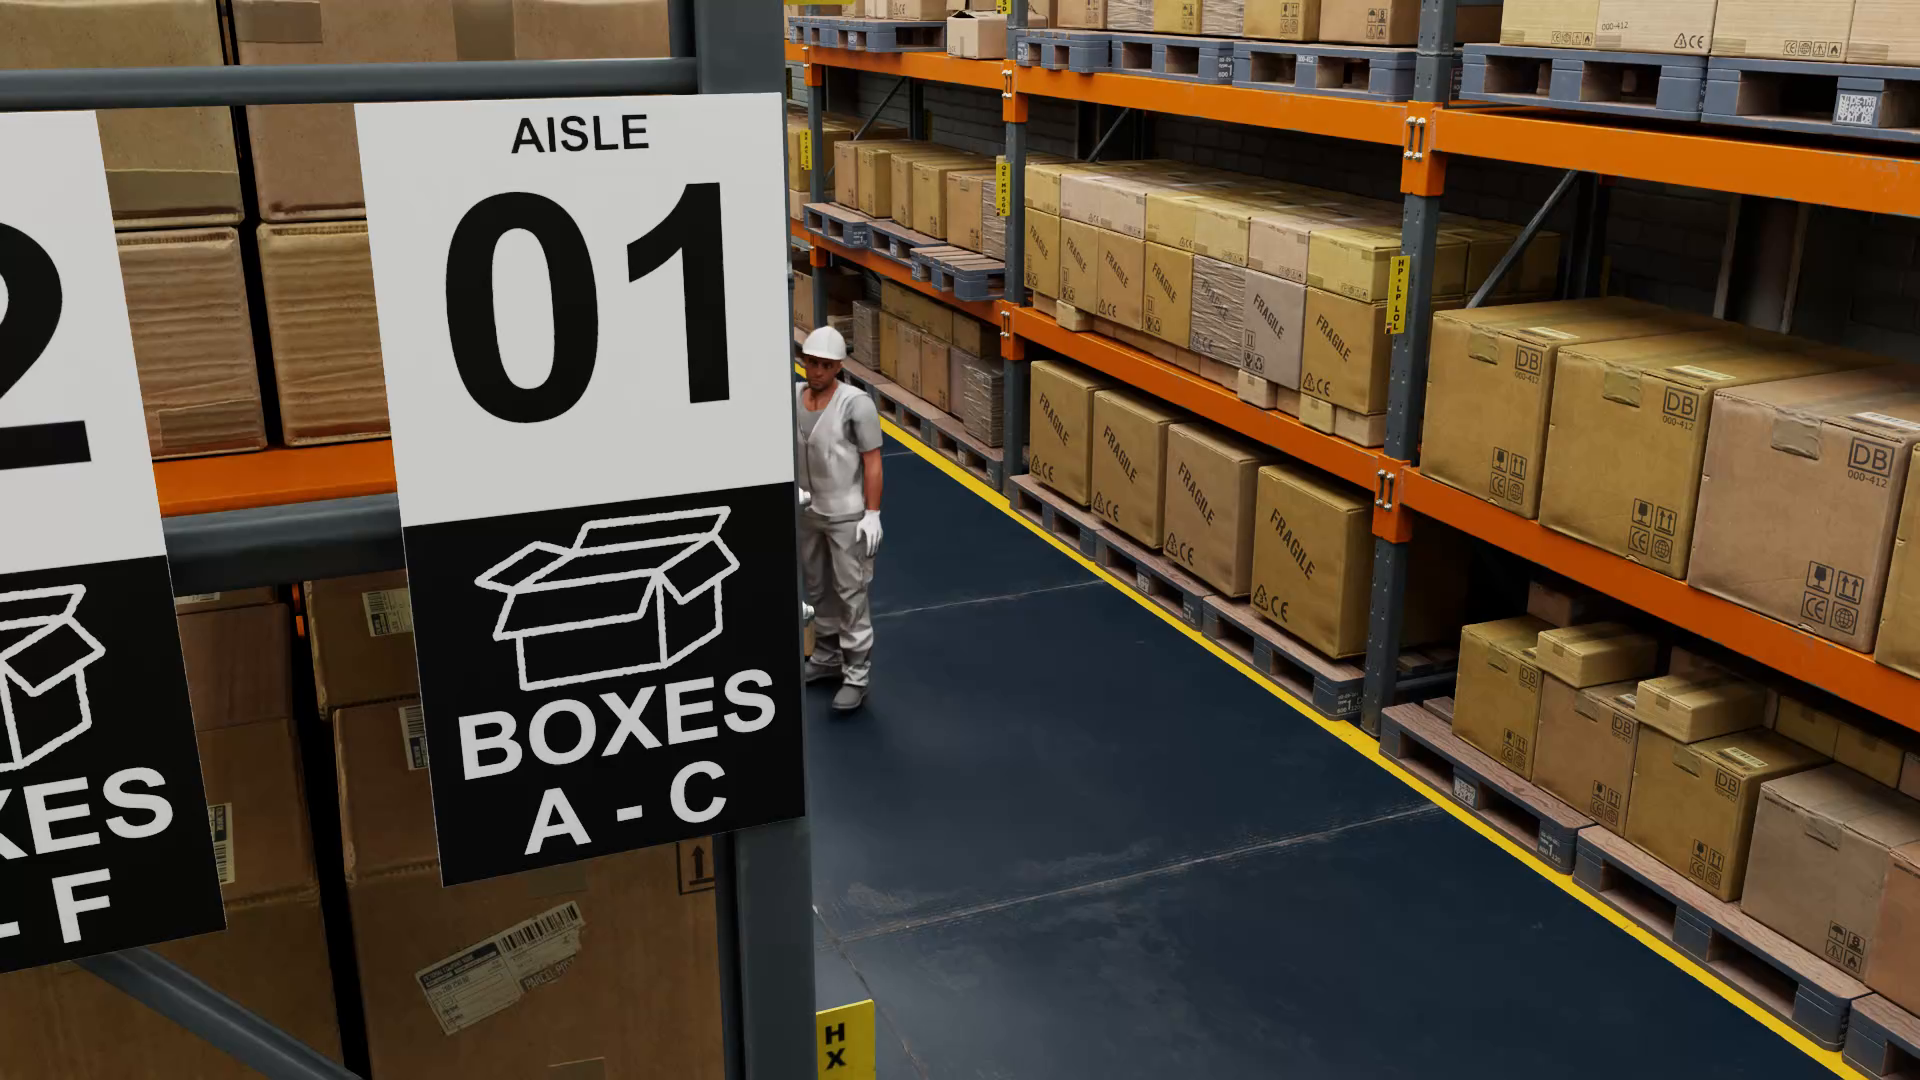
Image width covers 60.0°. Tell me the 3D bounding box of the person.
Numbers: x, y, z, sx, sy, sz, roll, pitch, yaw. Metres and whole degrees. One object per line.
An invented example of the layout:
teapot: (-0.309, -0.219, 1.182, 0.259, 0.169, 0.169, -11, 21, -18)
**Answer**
person: (-0.613, -0.110, 7.757, 0.606, 1.789, 0.444, 12, 22, 31)
